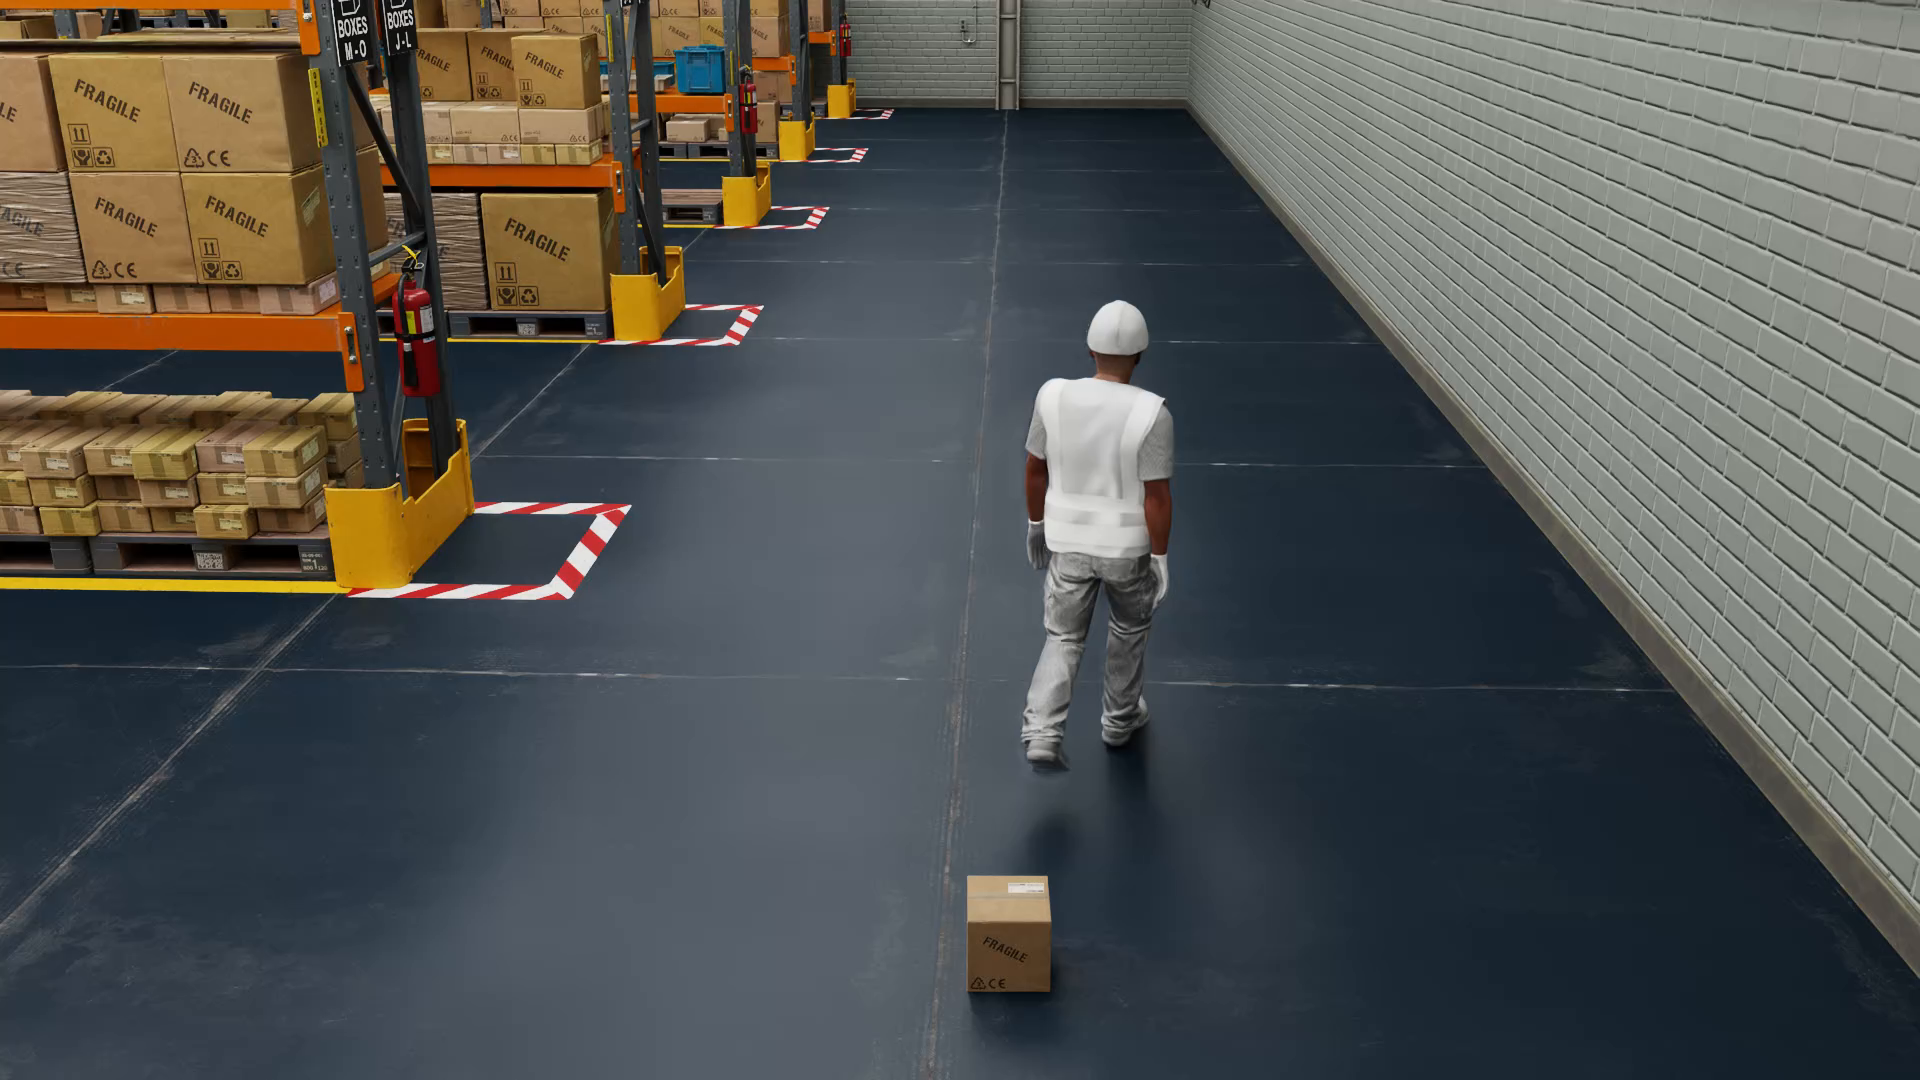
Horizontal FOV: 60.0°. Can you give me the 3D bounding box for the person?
[{"bbox_3d":[0.501,-0.310,5.914,0.574,1.087,0.367,8,22,19],"label":"person"}]
